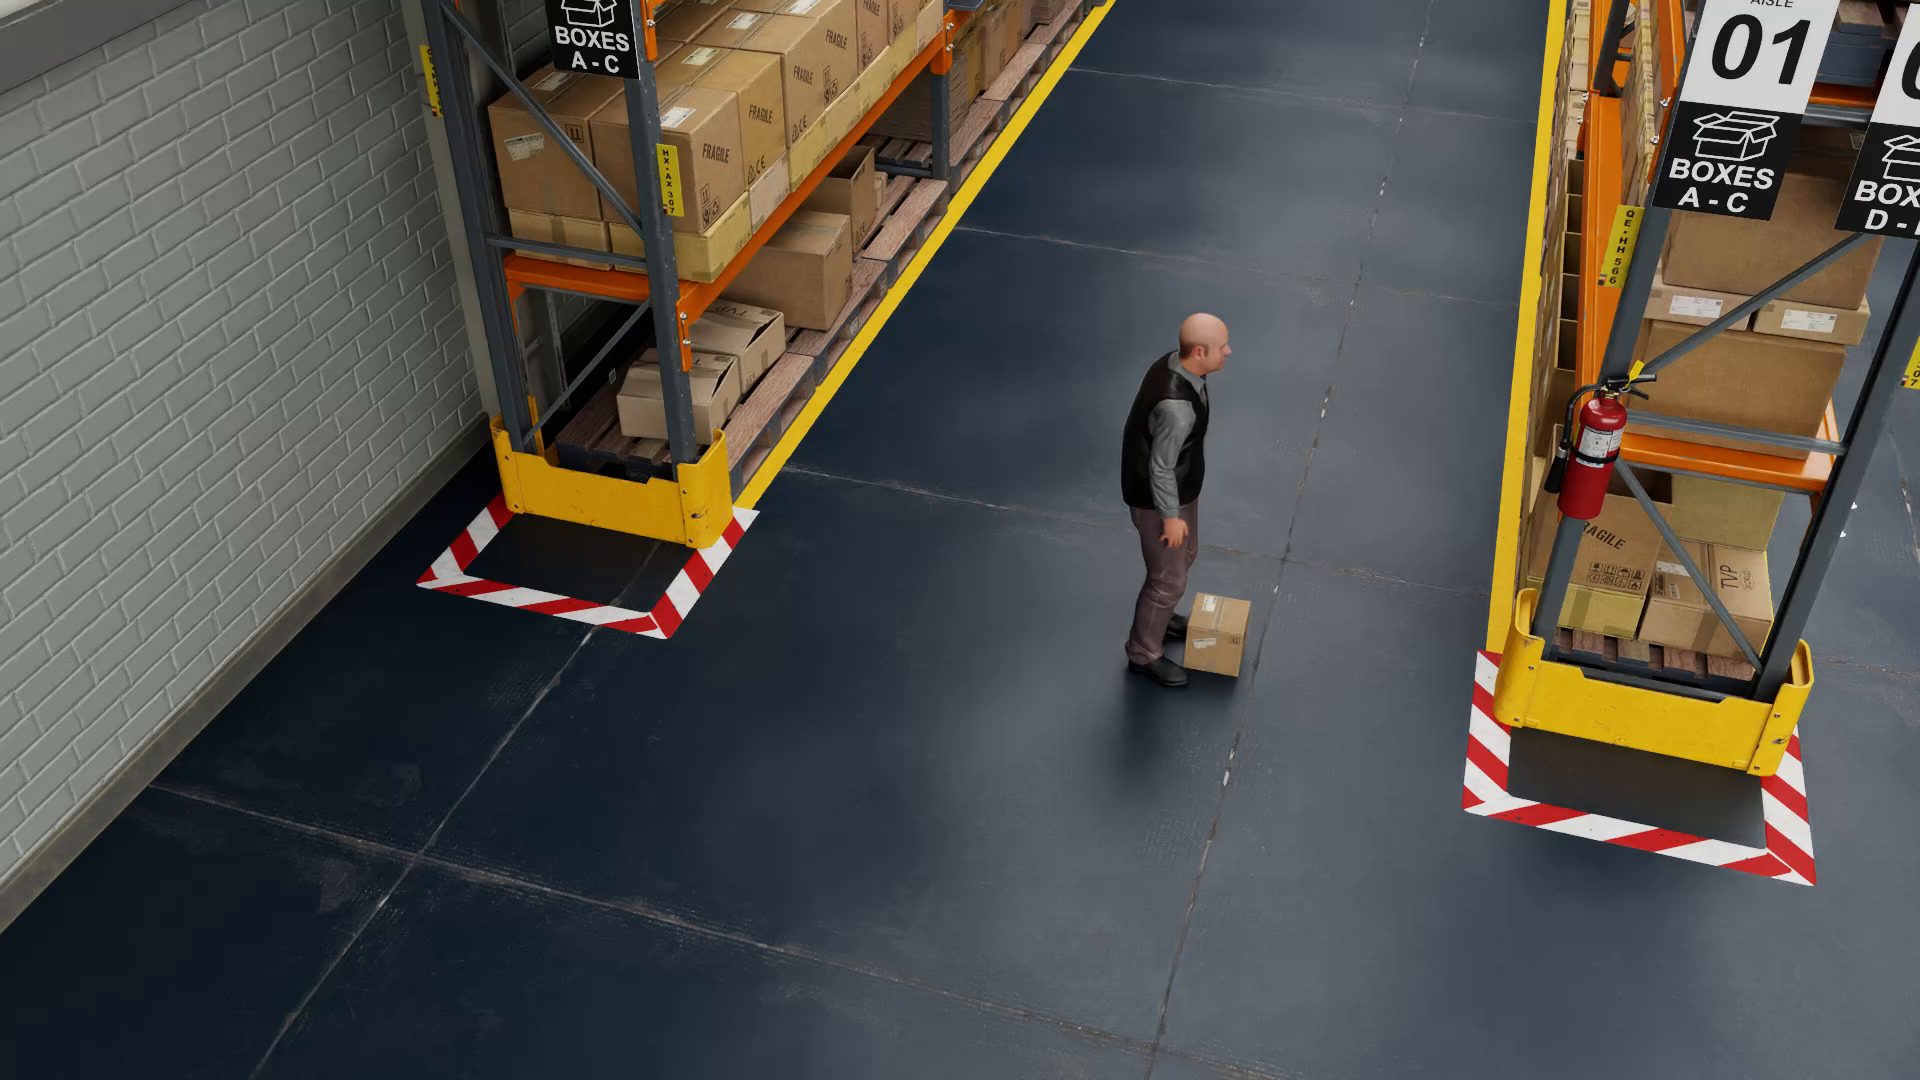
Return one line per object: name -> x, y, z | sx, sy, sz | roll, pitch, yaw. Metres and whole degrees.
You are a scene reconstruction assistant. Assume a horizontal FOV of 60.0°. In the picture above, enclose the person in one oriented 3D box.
person -> 0.901, -0.209, 7.192 | 0.424, 1.720, 0.593 | 8, 38, 11
